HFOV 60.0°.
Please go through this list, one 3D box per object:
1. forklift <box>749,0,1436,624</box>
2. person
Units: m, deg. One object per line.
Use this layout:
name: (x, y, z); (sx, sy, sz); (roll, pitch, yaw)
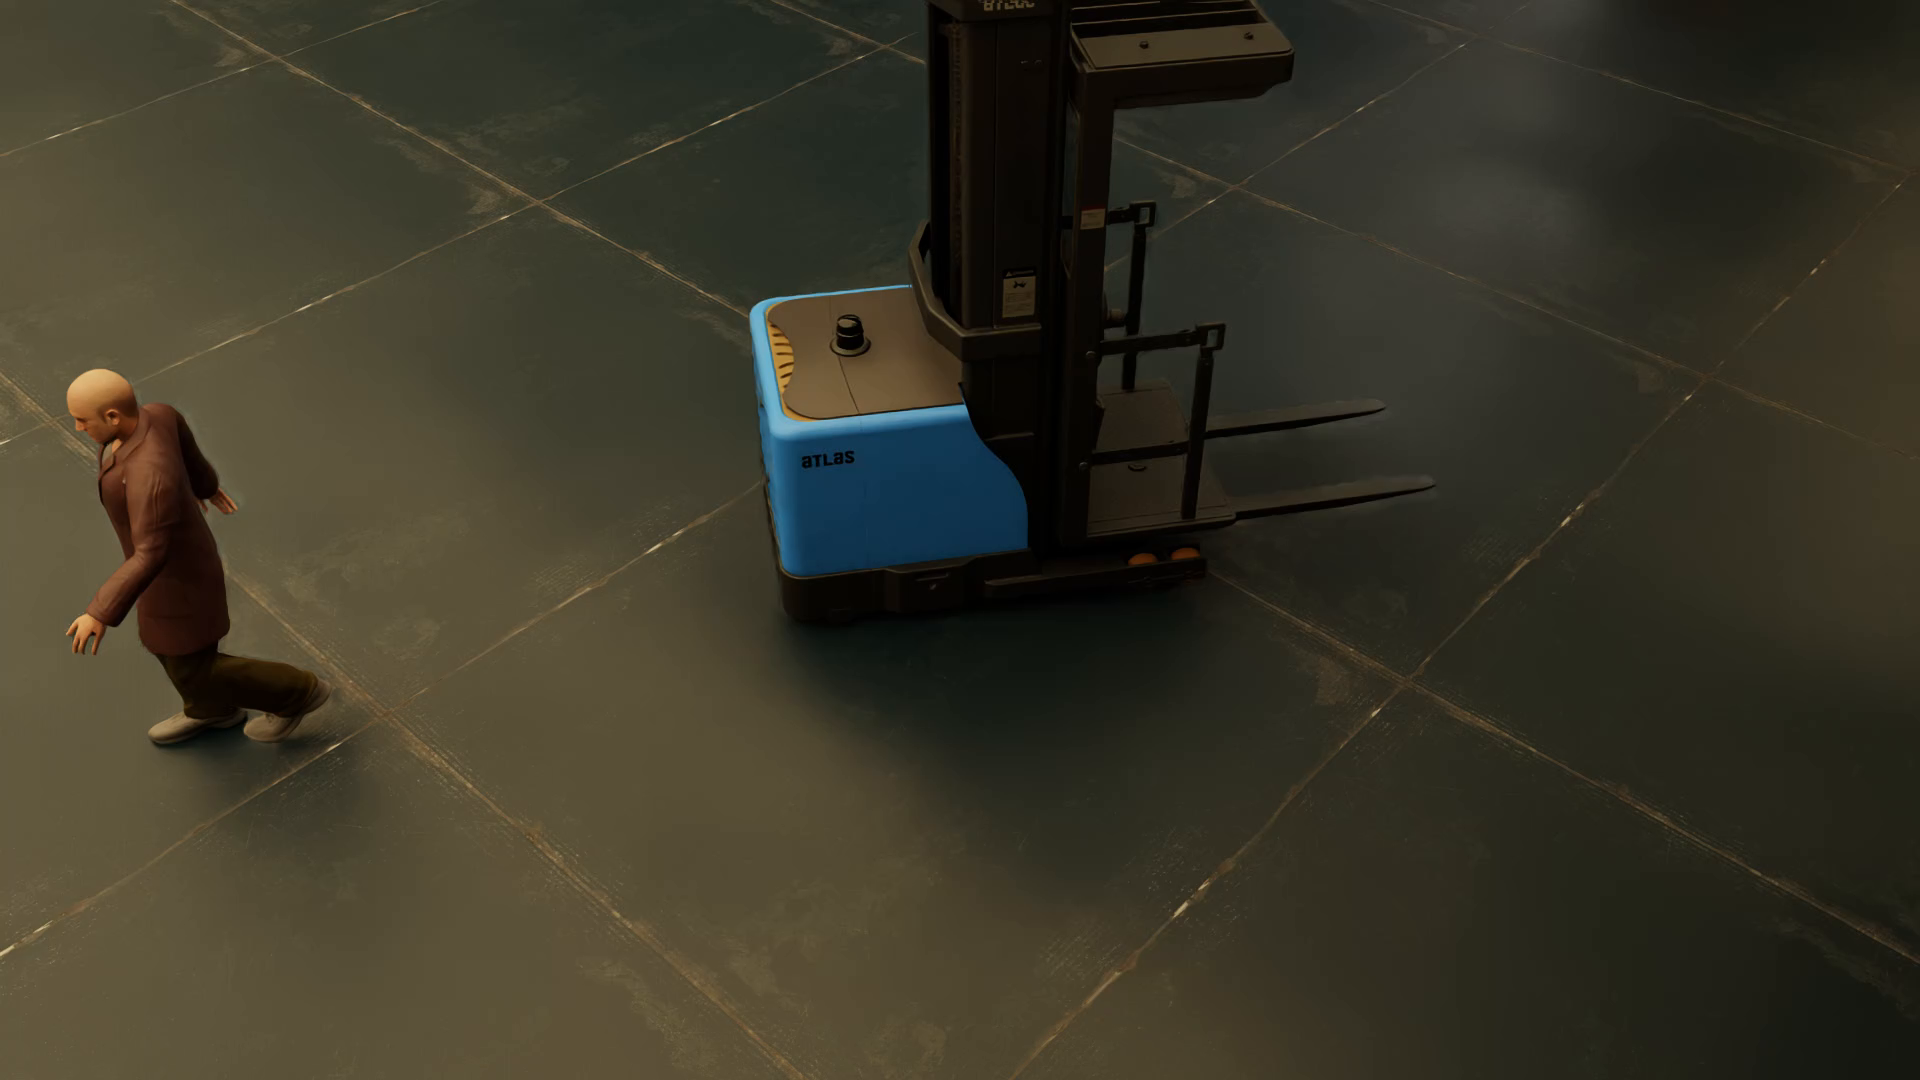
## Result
forklift: (0.637, -1.223, 6.854); (3.031, 2.935, 1.130); (-7, 41, -8)
person: (-2.925, 0.099, 6.219); (0.746, 1.762, 0.913); (-18, 44, -20)
